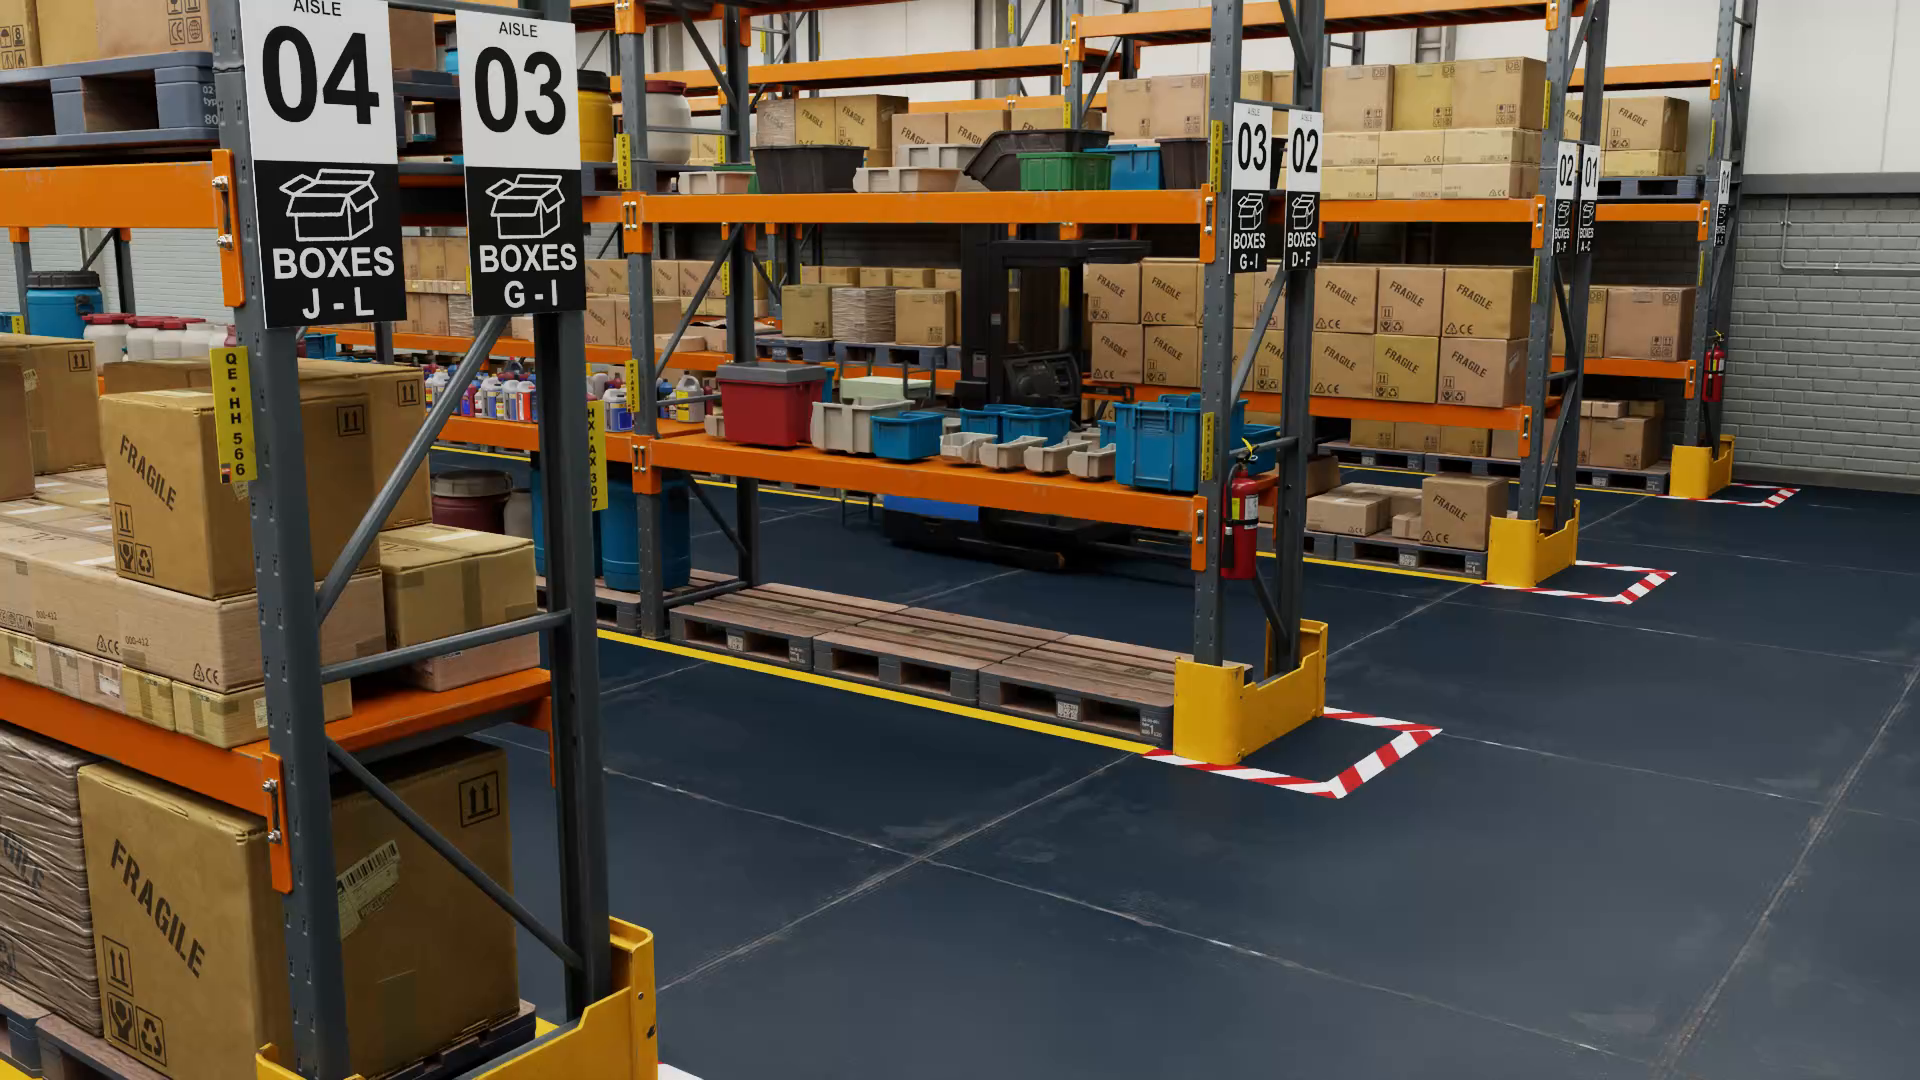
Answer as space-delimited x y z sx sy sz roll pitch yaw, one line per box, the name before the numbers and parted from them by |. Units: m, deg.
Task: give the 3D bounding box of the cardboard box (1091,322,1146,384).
cardboard box | 1.471 -1.615 14.218 0.500 0.500 0.500 8 14 37

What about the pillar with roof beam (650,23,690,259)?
pillar with roof beam | -6.993 -6.113 21.936 0.400 9.000 9.100 8 13 36

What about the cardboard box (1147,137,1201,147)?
cardboard box | 1.871 -3.161 13.653 0.500 0.250 0.500 8 13 36

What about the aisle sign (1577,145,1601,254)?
aisle sign | 4.674 -2.529 12.360 0.004 0.787 0.394 8 13 36

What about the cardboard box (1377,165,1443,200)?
cardboard box | 3.479 -2.690 12.533 0.500 0.250 0.500 8 13 36

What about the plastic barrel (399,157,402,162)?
plastic barrel | -4.482 -3.182 12.448 0.708 0.830 0.600 8 13 36

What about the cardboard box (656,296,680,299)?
cardboard box | -4.076 -3.434 24.225 0.500 0.250 0.500 8 14 36

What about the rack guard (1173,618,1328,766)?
rack guard | 1.538 0.771 8.731 0.348 0.500 1.175 8 13 36

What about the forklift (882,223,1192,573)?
forklift | 0.814 -1.298 13.022 3.031 2.935 1.130 9 14 38

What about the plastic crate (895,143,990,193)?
plastic crate | -0.093 -2.168 9.755 0.530 0.282 0.437 8 13 36

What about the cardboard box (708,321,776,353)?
cardboard box | -2.270 -2.119 17.318 0.500 0.311 0.500 9 14 39

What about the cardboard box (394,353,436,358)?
cardboard box | -7.027 -2.114 21.217 0.500 0.500 0.500 8 13 36

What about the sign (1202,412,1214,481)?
sign | 1.198 -0.452 8.037 0.005 0.325 0.100 8 13 36

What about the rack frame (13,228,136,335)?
rack frame | -8.161 -1.807 15.470 0.127 3.000 1.000 8 13 36

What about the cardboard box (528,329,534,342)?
cardboard box | -4.633 -2.310 18.735 0.250 0.149 0.380 8 13 36

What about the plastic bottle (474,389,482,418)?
plastic bottle | -3.328 -0.952 11.578 0.097 0.201 0.097 0 11 0

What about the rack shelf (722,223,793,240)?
rack shelf | -3.614 -3.459 18.009 4.000 0.370 1.077 8 13 36

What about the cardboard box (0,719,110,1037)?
cardboard box | -2.718 0.976 5.577 0.875 0.875 0.875 8 13 36

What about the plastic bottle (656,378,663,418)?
plastic bottle | -2.156 -0.998 11.616 0.135 0.276 0.152 8 13 36

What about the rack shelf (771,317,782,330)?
rack shelf | -0.685 -2.745 22.216 4.000 0.370 1.077 8 13 36

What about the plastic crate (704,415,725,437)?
plastic crate | -1.423 -0.733 10.457 0.243 0.136 0.396 8 13 36

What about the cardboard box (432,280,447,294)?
cardboard box | -5.983 -2.987 19.601 0.250 0.149 0.380 7 13 34

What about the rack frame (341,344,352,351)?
rack frame | -8.450 -3.014 21.713 0.127 3.000 1.000 8 13 36

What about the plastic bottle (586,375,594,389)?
plastic bottle | -2.697 -1.037 11.821 0.135 0.276 0.152 8 13 36

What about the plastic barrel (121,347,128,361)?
plastic barrel | -7.185 -1.566 14.593 0.301 0.262 0.301 0 11 0

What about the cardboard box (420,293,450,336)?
cardboard box | -6.017 -2.721 19.933 0.500 0.500 0.700 8 13 35

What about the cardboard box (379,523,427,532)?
cardboard box | -2.071 0.076 5.353 0.500 0.250 0.500 8 13 35

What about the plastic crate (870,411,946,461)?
plastic crate | -0.296 -0.596 9.498 0.300 0.233 0.416 8 13 36

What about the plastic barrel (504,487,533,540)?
plastic barrel | -3.115 -0.112 12.158 0.421 0.512 0.421 0 11 0

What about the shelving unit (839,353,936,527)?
shelving unit | -0.626 -0.835 14.395 0.755 1.500 0.431 9 14 38

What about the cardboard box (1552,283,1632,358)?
cardboard box | 6.365 -2.257 17.011 0.700 0.700 0.980 8 13 35

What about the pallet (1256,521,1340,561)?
pallet | 2.762 -0.081 13.895 1.213 0.211 1.003 8 13 36

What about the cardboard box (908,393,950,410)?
cardboard box | -0.235 -1.282 16.210 0.500 0.250 0.500 8 13 34

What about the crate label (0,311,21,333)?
crate label | -9.742 -2.108 16.936 0.616 0.435 0.502 8 13 36

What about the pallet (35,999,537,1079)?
pallet | -2.112 1.592 5.245 1.213 0.211 1.003 8 13 36

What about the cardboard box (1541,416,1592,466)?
cardboard box | 6.348 -1.073 17.152 0.500 0.500 0.700 8 13 35

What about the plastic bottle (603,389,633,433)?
plastic bottle | -2.222 -0.841 10.806 0.135 0.276 0.152 8 13 36

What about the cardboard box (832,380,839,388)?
cardboard box | -1.694 -2.232 23.091 0.500 0.500 0.700 9 14 37

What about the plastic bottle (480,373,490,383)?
plastic bottle | -3.620 -1.172 12.712 0.097 0.201 0.097 0 11 0

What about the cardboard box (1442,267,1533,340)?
cardboard box | 3.924 -1.763 12.351 0.500 0.500 0.500 8 13 35

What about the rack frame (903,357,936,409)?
rack frame | -0.341 -0.791 14.170 0.023 1.500 0.400 9 14 38

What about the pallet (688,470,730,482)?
pallet | -2.643 -0.844 17.838 1.213 0.211 1.003 8 13 36

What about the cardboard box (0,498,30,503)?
cardboard box | -3.603 -0.014 5.818 0.500 0.250 0.500 8 14 37

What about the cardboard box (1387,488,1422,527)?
cardboard box | 3.772 -0.242 13.465 0.500 0.250 0.500 8 13 36

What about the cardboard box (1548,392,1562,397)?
cardboard box | 6.155 -1.465 17.473 0.250 0.149 0.380 8 14 36

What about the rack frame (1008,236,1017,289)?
rack frame | 0.927 -2.874 20.986 0.127 3.000 1.000 8 13 36

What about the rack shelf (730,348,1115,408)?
rack shelf | -0.390 -1.537 15.970 4.000 0.370 1.077 8 13 36

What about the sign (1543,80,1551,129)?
sign | 4.101 -3.040 11.618 0.005 0.325 0.100 8 13 36

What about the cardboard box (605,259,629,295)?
cardboard box | -4.922 -3.921 24.765 0.500 0.500 0.500 8 14 36

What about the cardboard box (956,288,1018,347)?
cardboard box | 0.380 -2.075 15.491 0.700 0.500 0.500 -11 15 -44

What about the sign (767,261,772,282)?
sign | -2.612 -3.664 22.794 0.005 0.325 0.100 8 13 36

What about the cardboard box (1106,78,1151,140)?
cardboard box | 1.636 -3.629 14.097 0.500 0.500 0.700 8 13 36

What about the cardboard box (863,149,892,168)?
cardboard box | -0.801 -3.477 15.944 0.500 0.500 0.910 8 13 36

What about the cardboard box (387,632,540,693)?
cardboard box | -1.512 0.334 5.069 0.250 0.149 0.380 8 14 36

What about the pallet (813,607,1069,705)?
pallet | -0.110 0.676 9.981 1.213 0.211 1.003 8 13 36

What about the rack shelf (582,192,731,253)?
rack shelf | -3.325 -2.251 11.767 4.000 0.370 1.077 8 13 36

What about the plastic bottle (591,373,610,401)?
plastic bottle | -2.607 -1.061 11.942 0.135 0.276 0.152 8 13 36
